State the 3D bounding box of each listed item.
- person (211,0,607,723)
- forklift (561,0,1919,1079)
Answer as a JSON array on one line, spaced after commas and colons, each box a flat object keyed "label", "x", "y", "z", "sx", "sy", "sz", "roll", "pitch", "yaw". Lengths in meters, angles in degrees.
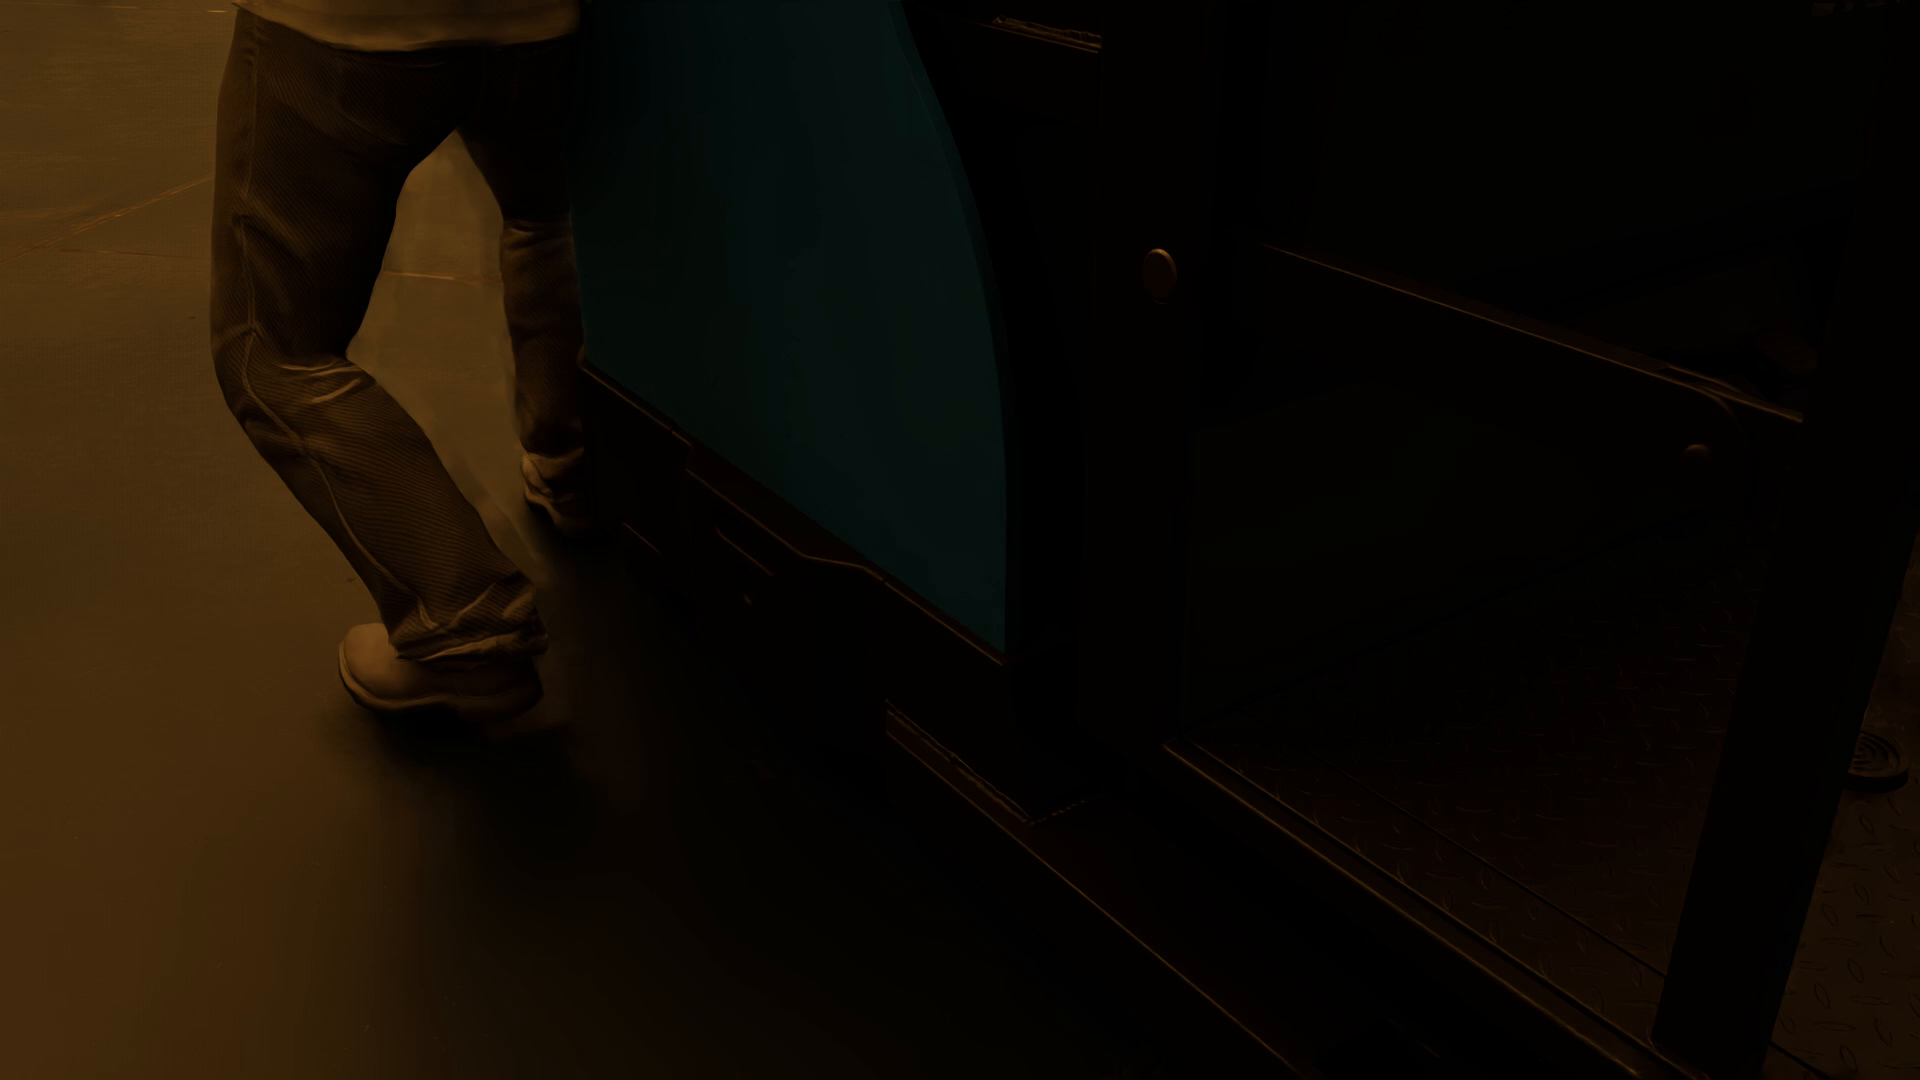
[{"label": "person", "x": -0.638, "y": -0.699, "z": 2.061, "sx": 0.840, "sy": 1.629, "sz": 0.781, "roll": 23, "pitch": 35, "yaw": 38}, {"label": "forklift", "x": 0.722, "y": -0.887, "z": 1.004, "sx": 1.130, "sy": 2.935, "sz": 3.031, "roll": -18, "pitch": 32, "yaw": -31}]
